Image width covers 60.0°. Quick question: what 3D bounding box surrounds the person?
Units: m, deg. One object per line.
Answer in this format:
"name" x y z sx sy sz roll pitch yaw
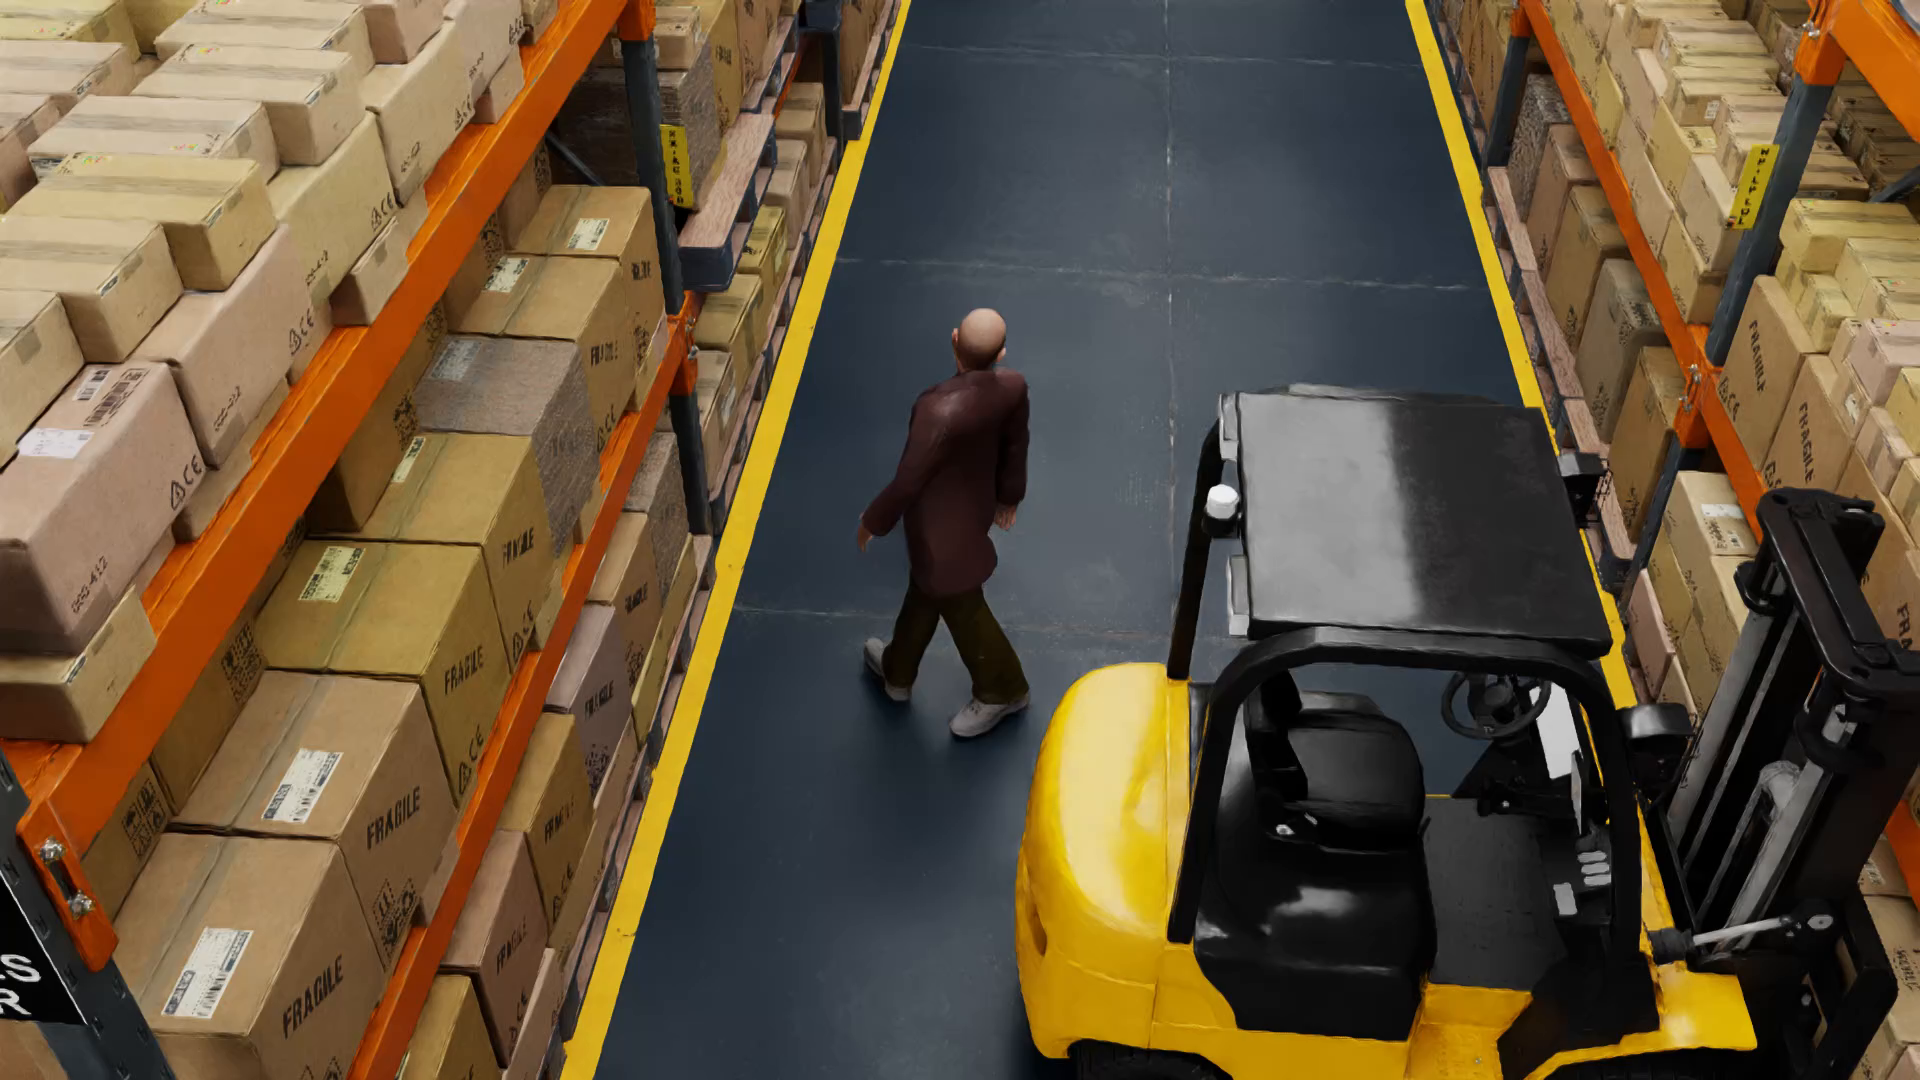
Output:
"person" -0.053 -0.097 6.299 0.764 1.742 0.617 18 43 20
